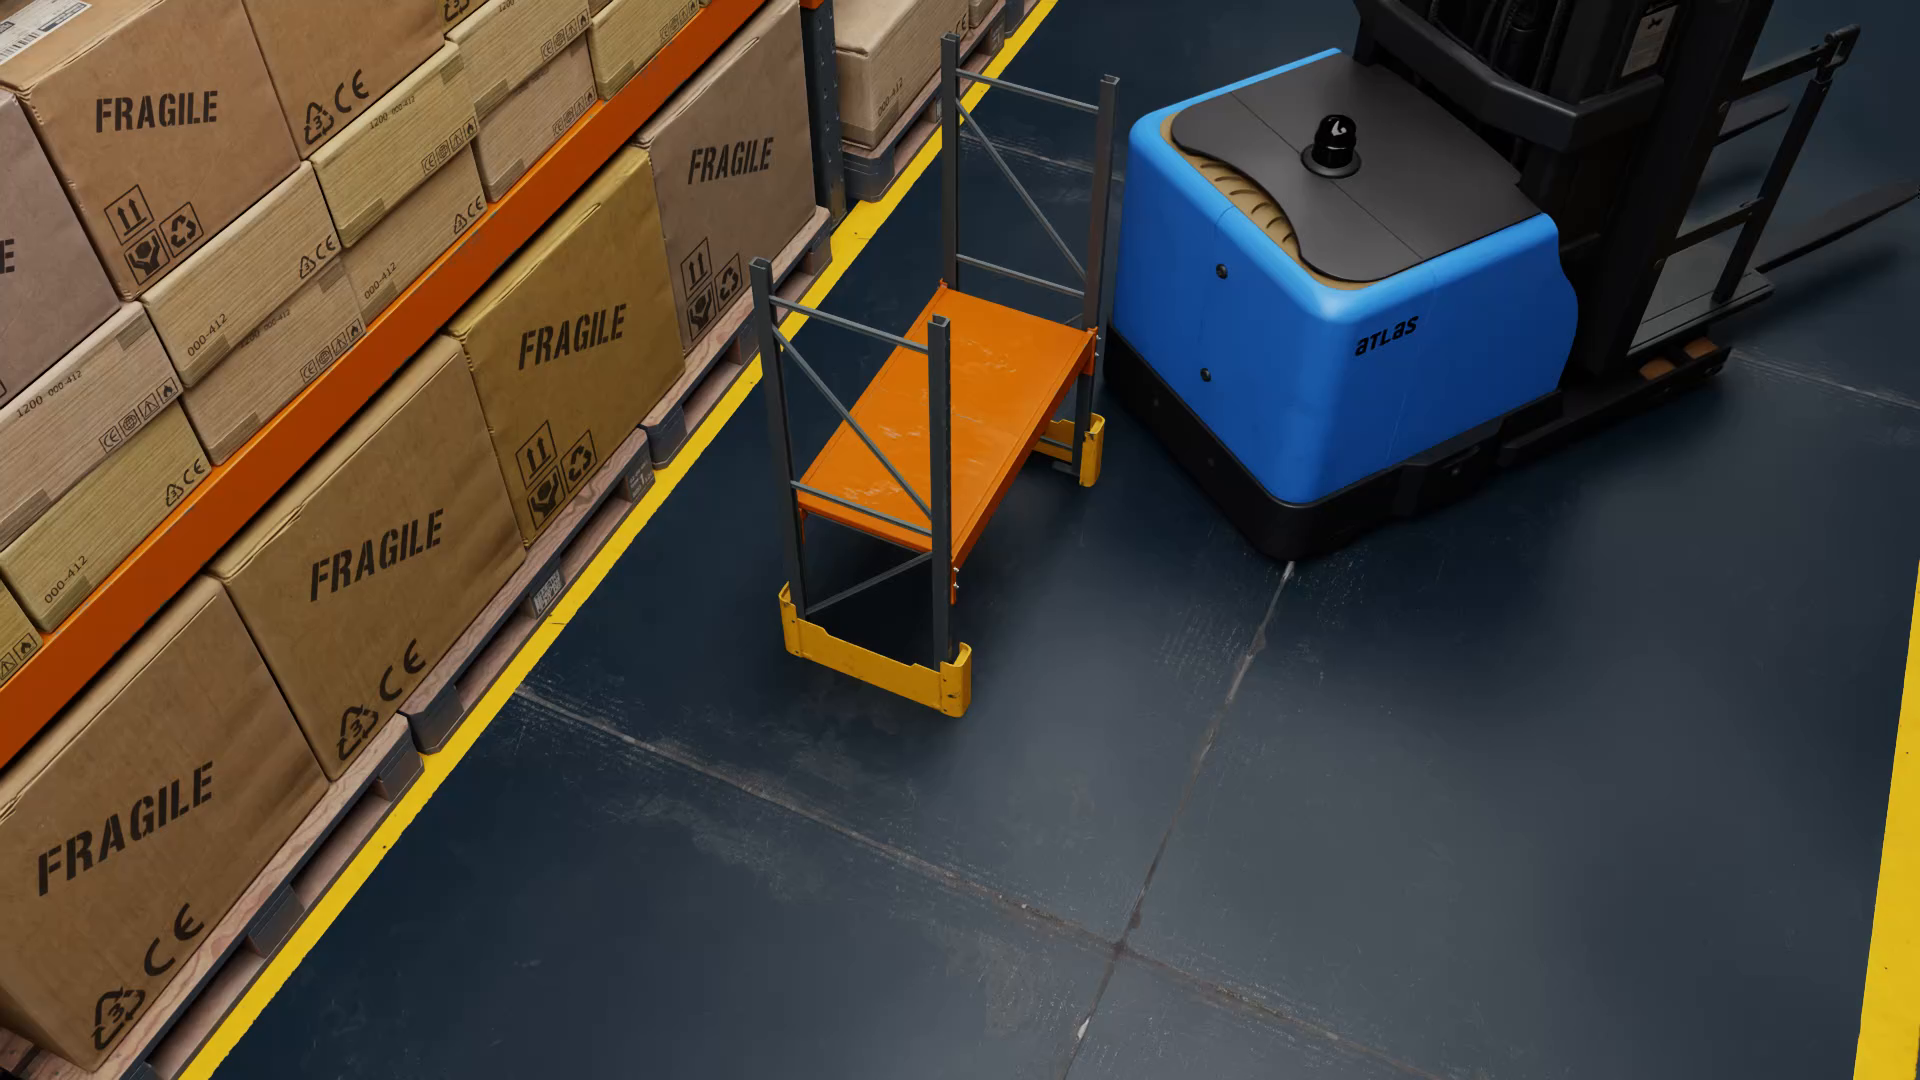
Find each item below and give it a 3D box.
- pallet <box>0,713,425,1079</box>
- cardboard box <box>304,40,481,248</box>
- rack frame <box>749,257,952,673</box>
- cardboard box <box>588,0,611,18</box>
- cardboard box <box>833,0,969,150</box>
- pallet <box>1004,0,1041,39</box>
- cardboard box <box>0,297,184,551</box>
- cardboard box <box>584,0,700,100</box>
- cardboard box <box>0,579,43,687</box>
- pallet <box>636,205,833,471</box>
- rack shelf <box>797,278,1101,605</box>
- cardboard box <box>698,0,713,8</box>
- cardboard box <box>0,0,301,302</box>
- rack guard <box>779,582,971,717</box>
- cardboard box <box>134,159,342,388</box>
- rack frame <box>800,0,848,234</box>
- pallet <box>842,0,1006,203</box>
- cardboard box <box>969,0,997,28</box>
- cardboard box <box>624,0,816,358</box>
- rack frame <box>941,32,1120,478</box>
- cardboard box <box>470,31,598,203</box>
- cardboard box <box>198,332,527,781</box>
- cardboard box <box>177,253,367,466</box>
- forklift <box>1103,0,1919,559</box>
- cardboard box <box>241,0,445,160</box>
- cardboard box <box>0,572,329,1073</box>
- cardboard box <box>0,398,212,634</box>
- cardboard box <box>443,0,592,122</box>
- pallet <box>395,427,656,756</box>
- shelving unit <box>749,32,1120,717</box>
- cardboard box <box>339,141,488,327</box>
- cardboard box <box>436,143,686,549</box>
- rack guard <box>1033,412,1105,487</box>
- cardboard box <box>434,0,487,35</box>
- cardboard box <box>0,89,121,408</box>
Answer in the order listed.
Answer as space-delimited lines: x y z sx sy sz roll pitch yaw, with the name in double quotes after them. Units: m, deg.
-2.209 0.816 4.417 1.003 0.211 1.213 20 52 16 "pallet"
-1.500 -0.991 3.894 0.500 0.250 0.500 21 53 17 "cardboard box"
-0.254 -0.077 4.331 0.500 1.500 0.032 20 52 16 "rack frame"
-1.081 -1.708 4.504 0.500 0.250 0.500 21 53 17 "cardboard box"
-0.540 -2.027 6.412 0.875 0.438 0.875 19 52 16 "cardboard box"
0.010 -2.761 7.461 1.003 0.211 1.213 20 52 16 "pallet"
-1.953 -0.307 3.312 0.500 0.250 0.500 21 53 17 "cardboard box"
-1.088 -1.534 4.684 0.500 0.250 0.500 19 52 16 "cardboard box"
-2.178 0.224 3.188 0.500 0.250 0.500 19 52 15 "cardboard box"
-1.167 -0.864 5.847 1.003 0.211 1.213 20 52 16 "pallet"
-0.036 -0.311 4.766 0.538 0.185 1.000 20 52 16 "rack shelf"
-0.869 -1.884 4.982 0.500 0.250 0.500 19 52 15 "cardboard box"
-1.744 -0.882 3.309 0.500 0.500 0.500 21 53 17 "cardboard box"
-0.245 0.314 4.818 0.587 0.250 0.087 20 52 16 "rack guard"
-1.728 -0.646 3.600 0.500 0.250 0.500 20 52 16 "cardboard box"
-0.905 -2.324 5.258 1.000 3.000 0.127 20 52 16 "rack frame"
-0.510 -1.918 6.744 1.003 0.211 1.213 20 52 16 "pallet"
-0.158 -2.644 6.937 0.875 0.438 0.875 18 52 15 "cardboard box"
-1.098 -1.318 5.522 0.875 0.875 0.875 21 53 17 "cardboard box"
0.181 -0.777 4.927 0.500 1.500 0.032 20 52 16 "rack frame"
-1.320 -1.193 4.394 0.500 0.250 0.500 19 52 15 "cardboard box"
-1.859 -0.078 4.467 0.875 0.875 0.875 20 53 17 "cardboard box"
-1.745 -0.495 3.800 0.500 0.250 0.500 21 53 17 "cardboard box"
2.020 -1.733 4.800 3.031 2.935 1.130 -24 54 -19 "forklift"
-1.525 -1.228 3.603 0.500 0.500 0.500 21 53 17 "cardboard box"
-2.244 0.534 3.945 0.875 0.875 0.875 19 52 16 "cardboard box"
-1.974 -0.135 3.494 0.500 0.250 0.500 18 52 15 "cardboard box"
-1.296 -1.349 4.199 0.500 0.250 0.500 21 53 17 "cardboard box"
-1.687 -0.021 5.129 1.003 0.211 1.213 20 52 16 "pallet"
-0.033 -0.434 4.634 0.587 1.500 1.083 20 52 16 "shelving unit"
-1.537 -0.836 4.090 0.500 0.250 0.500 20 52 16 "cardboard box"
-1.477 -0.694 4.990 0.875 0.875 0.875 21 53 17 "cardboard box"
0.180 -0.371 5.402 0.587 0.250 0.087 20 52 16 "rack guard"
-1.318 -1.590 3.911 0.500 0.500 0.500 21 53 17 "cardboard box"
-1.979 -0.531 3.010 0.500 0.500 0.500 20 52 16 "cardboard box"
